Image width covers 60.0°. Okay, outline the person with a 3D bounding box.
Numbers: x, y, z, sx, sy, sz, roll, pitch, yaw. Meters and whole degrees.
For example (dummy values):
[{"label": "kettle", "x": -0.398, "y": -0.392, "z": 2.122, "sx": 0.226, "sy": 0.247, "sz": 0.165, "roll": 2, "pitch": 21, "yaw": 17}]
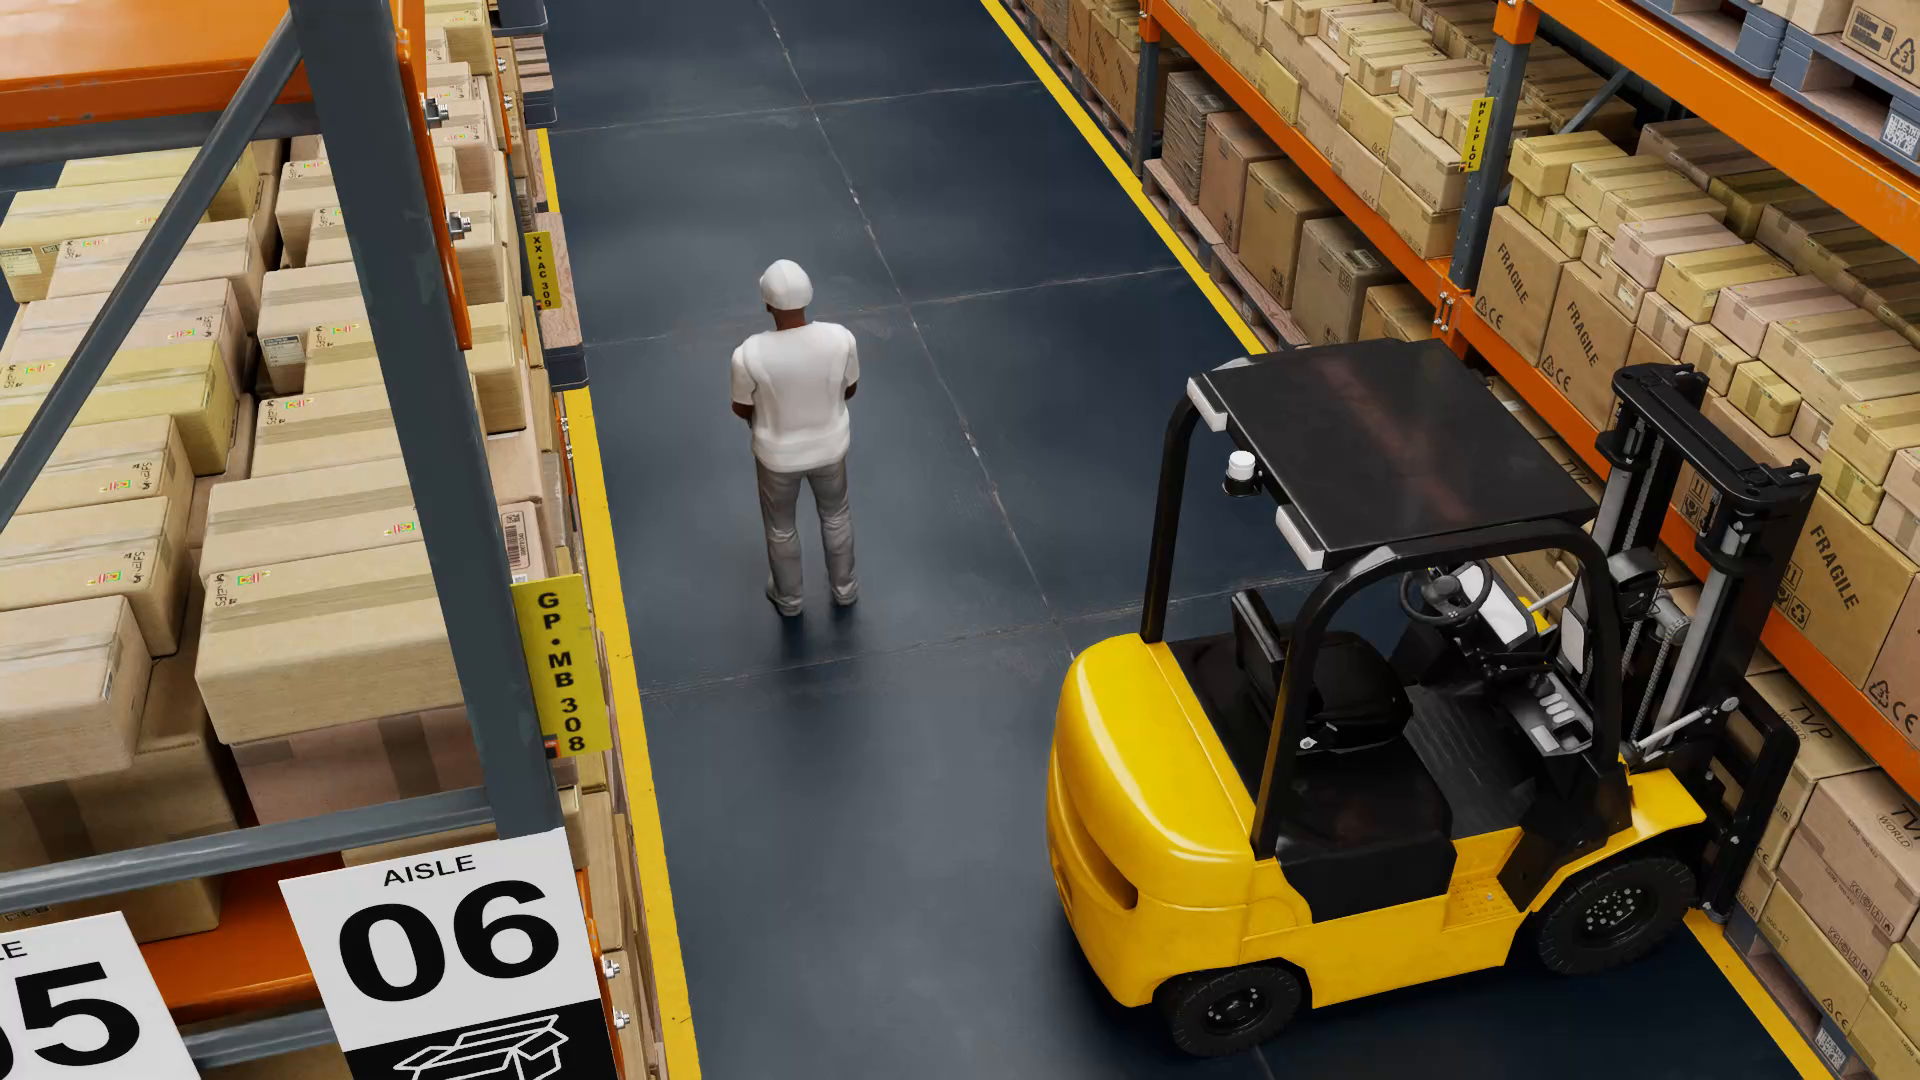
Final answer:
[{"label": "person", "x": -0.701, "y": -0.436, "z": 7.259, "sx": 0.626, "sy": 1.761, "sz": 0.459, "roll": -11, "pitch": 39, "yaw": -13}]
